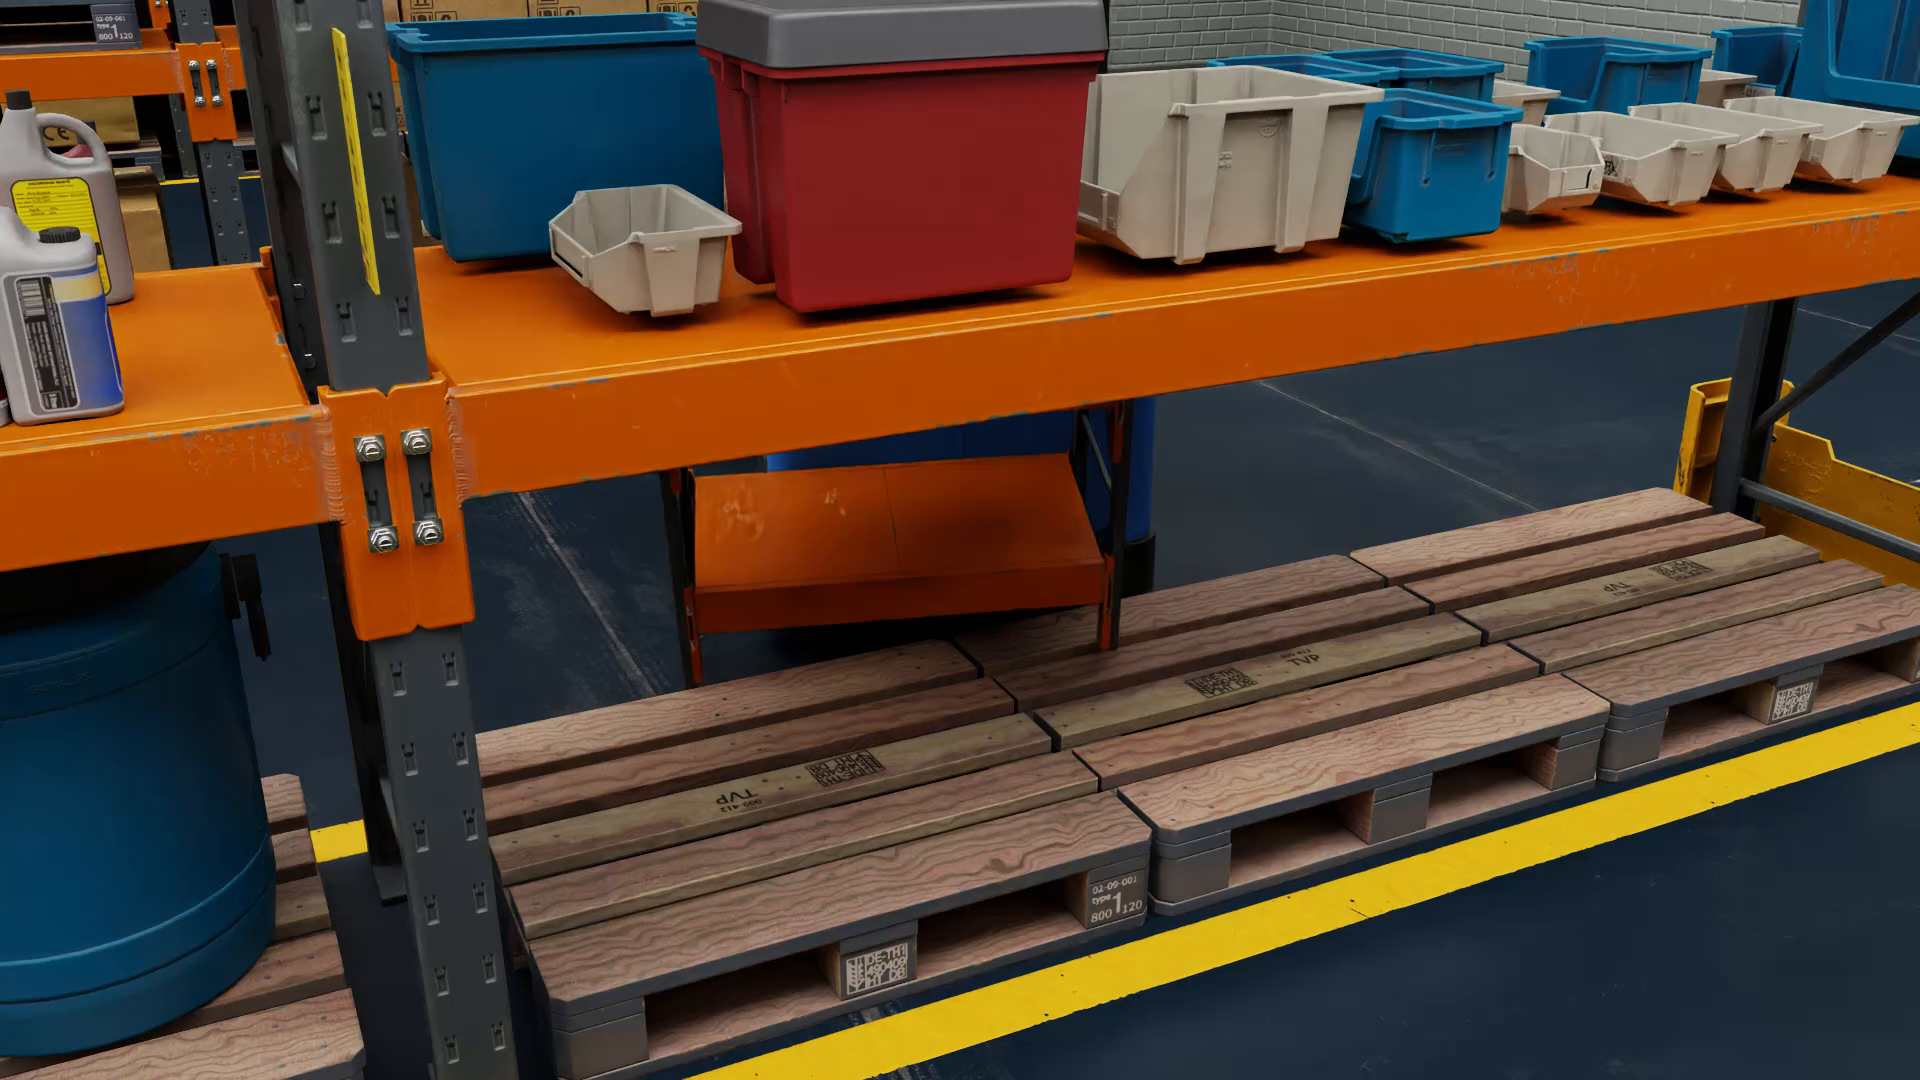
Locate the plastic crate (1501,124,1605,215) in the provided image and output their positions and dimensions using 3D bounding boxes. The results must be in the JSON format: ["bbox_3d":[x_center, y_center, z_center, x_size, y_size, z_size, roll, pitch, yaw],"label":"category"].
[{"bbox_3d":[1.169,-0.764,3.441,0.250,0.136,0.298,-10,25,-24],"label":"plastic crate"}]

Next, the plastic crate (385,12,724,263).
[{"bbox_3d":[-0.740,-0.761,3.109,0.575,0.384,0.392,-10,25,-24],"label":"plastic crate"}]

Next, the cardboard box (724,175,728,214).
[{"bbox_3d":[-1.467,-1.617,7.923,0.637,0.503,0.797,-10,25,-24],"label":"cardboard box"}]

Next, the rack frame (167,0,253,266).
[{"bbox_3d":[-3.157,-2.254,6.772,0.127,3.000,1.000,-10,25,-24],"label":"rack frame"}]

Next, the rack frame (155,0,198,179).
[{"bbox_3d":[-5.309,-3.960,10.895,0.127,3.000,1.000,-10,25,-24],"label":"rack frame"}]

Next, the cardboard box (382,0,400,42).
[{"bbox_3d":[-2.580,-2.290,6.730,0.500,0.500,0.500,-10,24,-22],"label":"cardboard box"}]

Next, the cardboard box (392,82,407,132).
[{"bbox_3d":[-4.137,-3.170,11.705,0.500,0.500,0.700,-11,25,-24],"label":"cardboard box"}]

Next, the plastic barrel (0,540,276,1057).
[{"bbox_3d":[-1.510,0.314,2.764,0.708,0.901,0.600,-10,25,-24],"label":"plastic barrel"}]

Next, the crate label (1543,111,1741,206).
[{"bbox_3d":[1.428,-0.820,3.575,0.243,0.136,0.396,-10,25,-24],"label":"crate label"}]

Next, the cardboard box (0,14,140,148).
[{"bbox_3d":[-5.838,-3.008,10.857,0.750,0.750,0.750,-10,25,-23],"label":"cardboard box"}]

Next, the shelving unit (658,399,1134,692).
[{"bbox_3d":[-0.166,-0.156,3.983,1.048,1.125,0.538,-4,35,-6],"label":"shelving unit"}]

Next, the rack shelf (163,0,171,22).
[{"bbox_3d":[-3.507,-3.959,11.834,4.000,0.370,1.077,-10,25,-24],"label":"rack shelf"}]

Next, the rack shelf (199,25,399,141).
[{"bbox_3d":[-1.355,-2.253,7.711,4.000,0.370,1.077,-10,25,-24],"label":"rack shelf"}]

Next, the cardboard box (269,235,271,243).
[{"bbox_3d":[-2.685,-1.210,7.190,0.500,0.311,0.500,-10,25,-24],"label":"cardboard box"}]

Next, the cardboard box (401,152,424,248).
[{"bbox_3d":[-2.767,-1.494,7.631,0.500,0.500,0.500,-10,25,-24],"label":"cardboard box"}]

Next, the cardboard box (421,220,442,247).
[{"bbox_3d":[-2.455,-1.415,7.898,0.250,0.149,0.380,-10,25,-24],"label":"cardboard box"}]

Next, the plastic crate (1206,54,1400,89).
[{"bbox_3d":[0.770,-0.964,3.797,0.300,0.233,0.416,-10,25,-24],"label":"plastic crate"}]

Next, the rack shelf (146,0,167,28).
[{"bbox_3d":[-7.111,-3.296,10.231,4.000,0.370,1.077,-10,25,-24],"label":"rack shelf"}]

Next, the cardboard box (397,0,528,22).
[{"bbox_3d":[-2.120,-2.376,6.938,0.500,0.500,0.500,-10,24,-23],"label":"cardboard box"}]

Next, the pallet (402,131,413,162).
[{"bbox_3d":[-3.489,-2.975,12.160,1.213,0.211,1.003,-10,25,-24],"label":"pallet"}]

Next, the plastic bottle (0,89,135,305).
[{"bbox_3d":[-1.506,-0.570,2.769,0.185,0.351,0.144,-10,25,-24],"label":"plastic bottle"}]

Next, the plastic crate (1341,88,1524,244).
[{"bbox_3d":[0.853,-0.731,3.234,0.300,0.233,0.416,-10,25,-24],"label":"plastic crate"}]

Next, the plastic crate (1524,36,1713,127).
[{"bbox_3d":[1.634,-1.123,4.182,0.300,0.233,0.416,-10,25,-24],"label":"plastic crate"}]

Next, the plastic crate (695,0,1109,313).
[{"bbox_3d":[-0.099,-0.665,2.772,0.583,0.464,0.402,-10,25,-24],"label":"plastic crate"}]

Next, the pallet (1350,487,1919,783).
[{"bbox_3d":[1.832,0.203,4.485,1.213,0.211,1.003,-10,25,-24],"label":"pallet"}]

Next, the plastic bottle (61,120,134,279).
[{"bbox_3d":[-1.528,-0.578,2.877,0.133,0.283,0.061,-10,25,-24],"label":"plastic bottle"}]

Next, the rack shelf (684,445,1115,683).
[{"bbox_3d":[-0.166,0.045,4.122,1.000,0.278,0.538,-4,35,-6],"label":"rack shelf"}]

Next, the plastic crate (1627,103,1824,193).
[{"bbox_3d":[1.668,-0.874,3.707,0.243,0.136,0.396,-10,25,-24],"label":"plastic crate"}]

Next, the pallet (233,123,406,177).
[{"bbox_3d":[-4.590,-2.771,11.668,1.213,0.211,1.003,-10,25,-24],"label":"pallet"}]

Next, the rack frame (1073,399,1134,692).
[{"bbox_3d":[0.338,-0.193,4.036,0.032,1.125,0.500,-4,35,-6],"label":"rack frame"}]

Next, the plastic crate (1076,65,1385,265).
[{"bbox_3d":[0.444,-0.709,3.116,0.530,0.282,0.437,-10,25,-24],"label":"plastic crate"}]

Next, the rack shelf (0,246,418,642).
[{"bbox_3d":[-2.814,0.118,1.983,4.000,0.370,1.077,-10,25,-24],"label":"rack shelf"}]

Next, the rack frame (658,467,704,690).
[{"bbox_3d":[-0.671,-0.119,3.931,0.032,1.125,0.500,-4,35,-6],"label":"rack frame"}]

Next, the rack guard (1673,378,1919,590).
[{"bbox_3d":[2.608,-0.063,4.748,0.348,0.500,1.175,-10,25,-24],"label":"rack guard"}]

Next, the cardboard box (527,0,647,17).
[{"bbox_3d":[-1.668,-2.459,7.137,0.500,0.500,0.500,-11,25,-24],"label":"cardboard box"}]

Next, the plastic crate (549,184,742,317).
[{"bbox_3d":[-0.531,-0.480,2.753,0.243,0.136,0.396,-10,25,-24],"label":"plastic crate"}]

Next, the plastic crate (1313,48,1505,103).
[{"bbox_3d":[1.040,-1.014,3.918,0.300,0.233,0.416,-10,25,-24],"label":"plastic crate"}]

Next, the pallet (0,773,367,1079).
[{"bbox_3d":[-1.726,0.856,2.906,1.213,0.211,1.003,-10,25,-24],"label":"pallet"}]

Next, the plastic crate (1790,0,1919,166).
[{"bbox_3d":[2.371,-1.133,3.942,0.499,0.435,0.616,-10,25,-24],"label":"plastic crate"}]

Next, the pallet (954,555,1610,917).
[{"bbox_3d":[0.734,0.403,4.000,1.213,0.211,1.003,-10,25,-24],"label":"pallet"}]

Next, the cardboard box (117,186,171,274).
[{"bbox_3d":[-3.478,-1.121,6.730,0.500,0.500,0.500,-11,25,-24],"label":"cardboard box"}]

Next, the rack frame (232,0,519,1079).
[{"bbox_3d":[-1.012,-0.546,2.647,0.127,3.000,1.000,-10,25,-24],"label":"rack frame"}]

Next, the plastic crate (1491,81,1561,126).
[{"bbox_3d":[1.291,-1.051,4.132,0.298,0.136,0.250,-10,25,-24],"label":"plastic crate"}]

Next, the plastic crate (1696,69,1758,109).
[{"bbox_3d":[1.902,-1.163,4.404,0.298,0.136,0.250,-10,25,-24],"label":"plastic crate"}]

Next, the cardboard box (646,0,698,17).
[{"bbox_3d":[-1.210,-2.543,7.342,0.500,0.500,0.500,-11,25,-24],"label":"cardboard box"}]

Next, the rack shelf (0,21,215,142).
[{"bbox_3d":[-4.959,-1.589,6.108,4.000,0.370,1.077,-10,25,-24],"label":"rack shelf"}]

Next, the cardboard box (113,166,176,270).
[{"bbox_3d":[-3.699,-1.306,7.175,0.500,0.500,0.500,-12,25,-26],"label":"cardboard box"}]

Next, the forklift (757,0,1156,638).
[{"bbox_3d":[-0.111,-1.618,5.325,1.130,2.935,3.031,-2,23,-4],"label":"forklift"}]

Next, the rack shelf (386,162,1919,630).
[{"bbox_3d":[0.790,-0.545,3.586,4.000,0.370,1.077,-10,25,-24],"label":"rack shelf"}]

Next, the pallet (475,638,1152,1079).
[{"bbox_3d":[-0.367,0.607,3.507,1.213,0.211,1.003,-10,25,-24],"label":"pallet"}]

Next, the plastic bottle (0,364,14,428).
[{"bbox_3d":[-1.320,-0.249,2.188,0.097,0.201,0.097,0,22,0],"label":"plastic bottle"}]

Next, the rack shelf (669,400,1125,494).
[{"bbox_3d":[-0.167,-0.397,3.817,1.000,0.278,0.538,-4,35,-6],"label":"rack shelf"}]

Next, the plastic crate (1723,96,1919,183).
[{"bbox_3d":[1.936,-0.918,3.811,0.243,0.136,0.396,-10,25,-24],"label":"plastic crate"}]

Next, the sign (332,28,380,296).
[{"bbox_3d":[-0.775,-0.484,2.135,0.005,0.325,0.100,-10,25,-24],"label":"sign"}]

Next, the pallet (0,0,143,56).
[{"bbox_3d":[-3.925,-2.070,6.579,1.213,0.211,1.003,-10,25,-24],"label":"pallet"}]

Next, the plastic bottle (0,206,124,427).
[{"bbox_3d":[-1.227,-0.312,2.243,0.135,0.276,0.152,-10,25,-24],"label":"plastic bottle"}]

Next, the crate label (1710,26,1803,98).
[{"bbox_3d":[2.227,-1.232,4.445,0.303,0.233,0.416,-10,25,-24],"label":"crate label"}]

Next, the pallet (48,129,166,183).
[{"bbox_3d":[-5.972,-2.518,11.056,1.213,0.211,1.003,-10,25,-24],"label":"pallet"}]

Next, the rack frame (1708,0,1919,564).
[{"bbox_3d":[2.592,-1.209,4.250,0.127,3.000,1.000,-10,25,-24],"label":"rack frame"}]
